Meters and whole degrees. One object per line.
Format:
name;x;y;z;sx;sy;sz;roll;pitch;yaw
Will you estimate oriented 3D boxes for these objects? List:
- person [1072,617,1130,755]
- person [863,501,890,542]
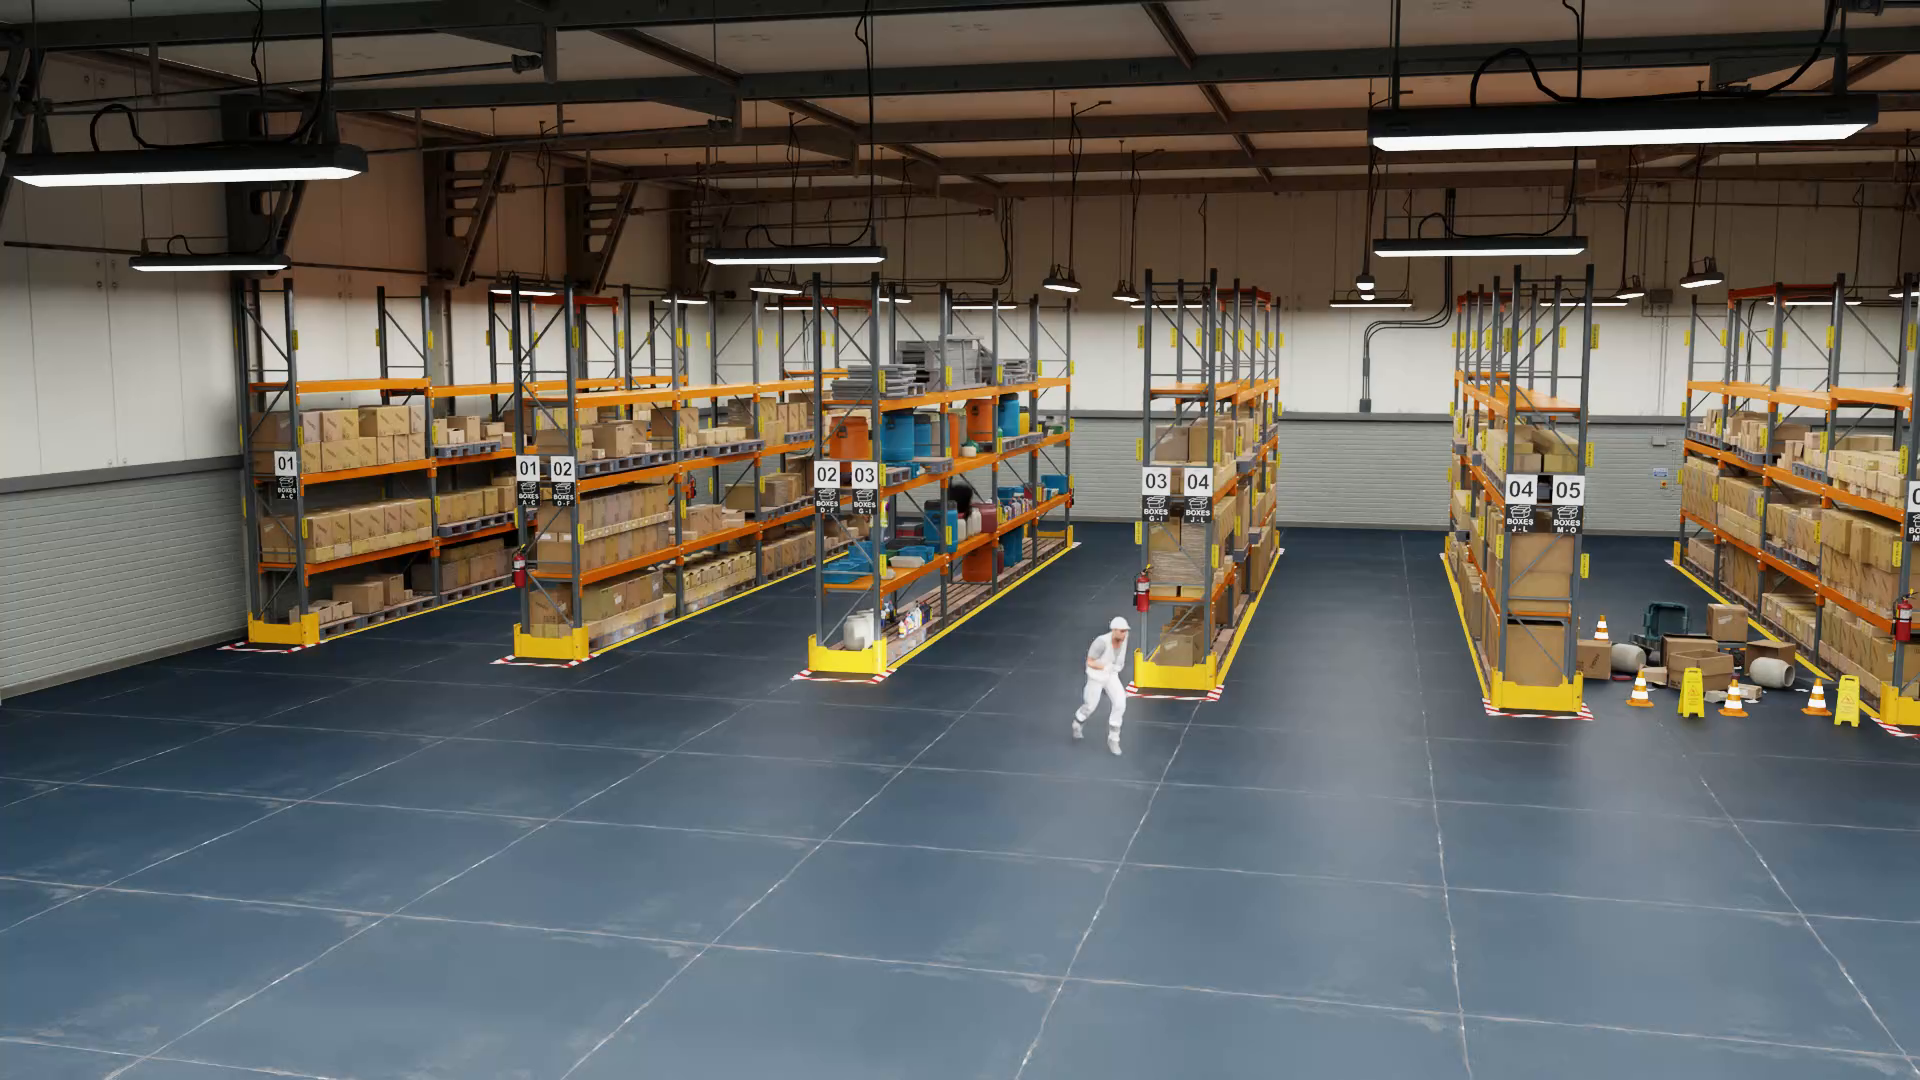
person;1.736;1.752;20.413;0.705;1.729;1.033;-5;8;-34
person;-1.807;-0.273;36.882;0.714;1.733;0.791;1;7;7
